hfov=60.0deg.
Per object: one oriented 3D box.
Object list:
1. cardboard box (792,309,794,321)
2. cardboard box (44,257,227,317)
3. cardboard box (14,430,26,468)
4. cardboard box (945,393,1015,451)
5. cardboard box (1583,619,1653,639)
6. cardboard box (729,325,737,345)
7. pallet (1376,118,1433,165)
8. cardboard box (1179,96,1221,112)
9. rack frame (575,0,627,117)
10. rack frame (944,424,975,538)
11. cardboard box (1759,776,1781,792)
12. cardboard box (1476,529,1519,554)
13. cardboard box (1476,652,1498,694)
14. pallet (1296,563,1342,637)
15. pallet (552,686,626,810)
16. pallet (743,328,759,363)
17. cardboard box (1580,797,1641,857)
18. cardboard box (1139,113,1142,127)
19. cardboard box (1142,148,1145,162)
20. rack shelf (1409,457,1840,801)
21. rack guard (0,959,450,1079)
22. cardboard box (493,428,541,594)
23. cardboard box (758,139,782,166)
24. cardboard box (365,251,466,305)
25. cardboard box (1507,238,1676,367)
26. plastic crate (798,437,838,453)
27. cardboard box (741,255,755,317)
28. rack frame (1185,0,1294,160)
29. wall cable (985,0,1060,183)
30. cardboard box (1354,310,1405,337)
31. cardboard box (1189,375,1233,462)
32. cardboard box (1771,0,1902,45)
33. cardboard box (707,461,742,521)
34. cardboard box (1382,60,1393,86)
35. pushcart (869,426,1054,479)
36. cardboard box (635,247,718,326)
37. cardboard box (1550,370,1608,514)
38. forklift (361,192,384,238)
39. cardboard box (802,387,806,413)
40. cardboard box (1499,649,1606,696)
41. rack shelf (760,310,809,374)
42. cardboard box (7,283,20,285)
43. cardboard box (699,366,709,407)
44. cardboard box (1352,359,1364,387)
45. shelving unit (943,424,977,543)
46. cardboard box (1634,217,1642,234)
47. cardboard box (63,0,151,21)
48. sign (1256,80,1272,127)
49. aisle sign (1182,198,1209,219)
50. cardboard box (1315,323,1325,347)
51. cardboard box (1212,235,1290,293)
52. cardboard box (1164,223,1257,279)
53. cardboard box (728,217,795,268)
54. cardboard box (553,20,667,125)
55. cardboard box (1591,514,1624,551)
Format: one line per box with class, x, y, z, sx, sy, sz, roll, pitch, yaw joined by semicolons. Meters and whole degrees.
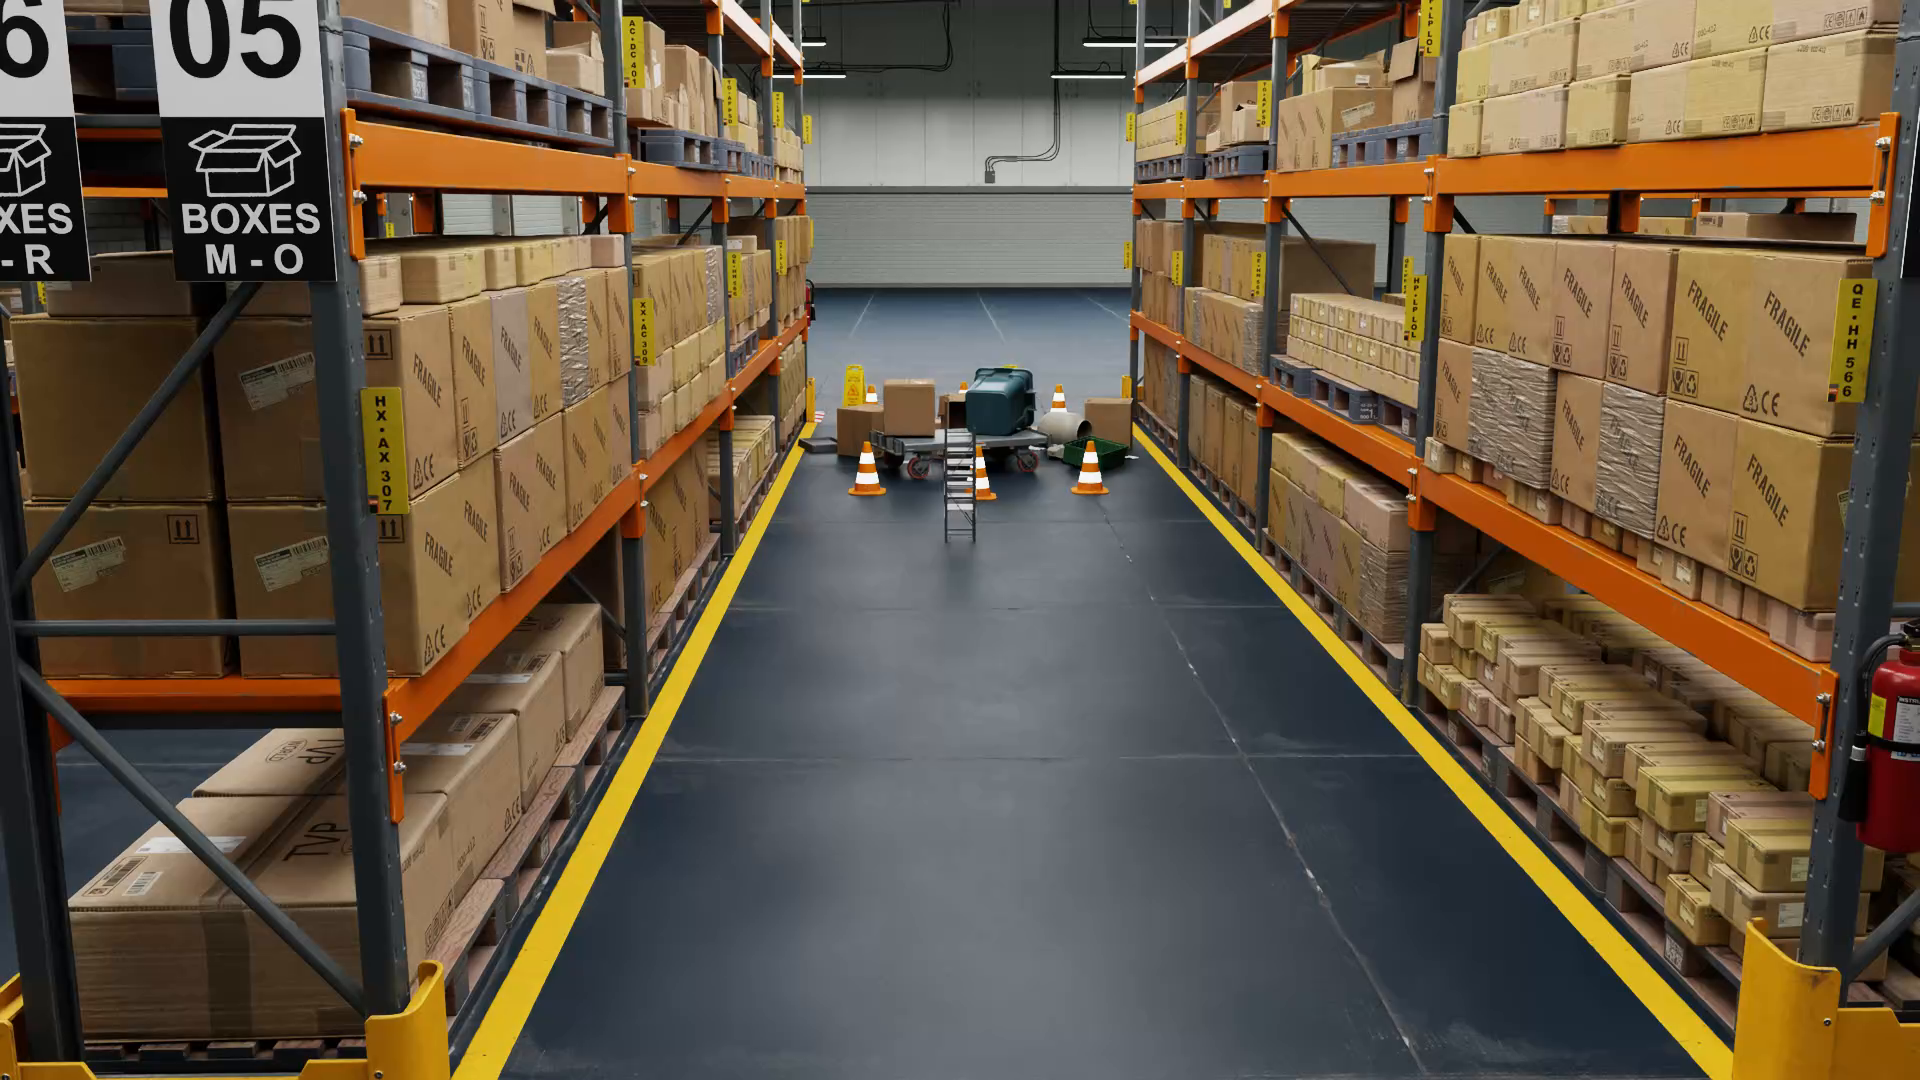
cardboard box;-2.040;-2.493;18.434;0.380;0.149;0.250;0;11;-2
cardboard box;-2.235;-0.690;4.520;0.380;0.149;0.250;0;11;0
cardboard box;-7.154;-0.498;12.886;0.875;0.625;0.625;0;11;1
cardboard box;0.237;-1.262;17.672;0.797;0.637;0.503;0;11;-1
cardboard box;3.162;0.471;7.811;0.380;0.149;0.250;0;11;-2
cardboard box;-1.945;-1.612;13.037;0.380;0.149;0.250;-1;12;-5
pallet;2.931;-2.100;8.792;1.213;0.211;1.003;0;11;-1
cardboard box;2.346;-4.253;16.251;0.380;0.149;0.250;0;11;-2
rack frame;-2.110;-3.498;7.669;1.000;3.000;0.127;0;11;-1
rack frame;-0.002;-0.460;13.061;0.240;0.900;0.006;0;11;-1
cardboard box;3.126;0.930;6.295;0.380;0.149;0.250;-1;11;-4
cardboard box;3.086;-0.095;9.326;0.500;0.250;0.500;-1;11;-4
cardboard box;2.661;0.619;7.831;0.380;0.149;0.250;0;11;-1
pallet;2.791;0.370;10.703;1.003;0.211;1.213;0;11;-1
pallet;-2.172;0.960;7.796;1.003;0.211;1.213;0;11;-1
pallet;-2.274;-1.652;14.143;1.003;0.211;1.213;0;11;-1
cardboard box;2.588;1.081;6.299;0.380;0.149;0.250;-1;11;-4
cardboard box;2.282;-4.859;19.239;0.380;0.149;0.250;0;11;-1
cardboard box;2.286;-4.416;19.060;0.380;0.149;0.250;0;11;-1
rack shelf;2.878;0.152;6.577;1.077;0.370;4.000;0;11;-1
rack guard;-2.027;1.467;4.571;1.175;0.500;0.348;0;11;-1
cardboard box;-1.781;-0.110;5.806;0.500;0.500;0.500;0;11;-1
cardboard box;-2.010;-3.779;16.228;0.500;0.250;0.500;0;11;-2
cardboard box;-1.725;-0.795;5.038;0.380;0.149;0.250;0;11;1
cardboard box;2.608;-0.989;6.877;0.500;0.500;0.500;0;11;0
plastic crate;-1.488;-1.033;17.949;0.402;0.080;0.583;-4;12;-21
cardboard box;-2.008;-2.153;14.070;0.500;0.500;0.500;-1;11;-3
rack frame;2.672;-5.129;15.707;1.000;3.000;0.127;0;11;-1
wall cable;1.926;-13.977;50.769;2.305;6.003;0.169;0;11;-1
cardboard box;2.608;-1.311;10.055;0.380;0.149;0.250;-1;11;-4
cardboard box;2.775;-1.169;15.879;1.050;0.750;0.750;0;11;-1
cardboard box;2.656;-1.535;4.659;0.500;0.250;0.500;-1;11;-3
cardboard box;-2.194;-0.384;12.958;0.950;0.372;0.625;-1;12;-5
cardboard box;3.048;-3.107;11.106;0.396;0.266;0.258;0;11;-1
pushcart;0.003;-0.882;16.460;1.648;0.377;0.936;-4;12;-21
cardboard box;-1.901;-1.689;11.072;0.500;0.500;0.500;0;11;0
cardboard box;2.628;-0.389;6.431;0.500;0.500;0.500;0;11;2
forklift;-5.243;-1.472;13.101;3.031;2.867;1.129;11;16;42
cardboard box;-2.072;-1.637;19.445;0.500;0.250;0.500;0;11;-1
cardboard box;2.590;0.578;7.281;0.380;0.149;0.250;0;11;0
rack shelf;-2.316;-2.193;18.135;1.077;0.370;4.000;0;11;-1
cardboard box;-7.517;-2.016;13.569;0.380;0.149;0.250;0;11;-2
cardboard box;-1.902;-0.979;10.715;0.500;0.250;0.500;0;11;-2
cardboard box;2.601;-1.018;10.109;0.380;0.149;0.250;0;11;1
shelving unit;0.000;-0.439;12.962;0.258;0.900;0.210;0;11;-1
cardboard box;7.327;-3.161;17.581;0.500;0.500;0.500;0;11;-1
cardboard box;-2.126;-1.503;4.450;0.500;0.250;0.500;-1;12;-6
sign;2.199;-3.155;12.023;0.100;0.325;0.005;0;11;-1
aisle sign;2.888;-4.273;20.040;0.394;0.787;0.004;0;11;-1
cardboard box;2.586;-1.368;11.086;0.380;0.149;0.250;0;11;-1
cardboard box;2.701;-2.527;15.204;0.700;0.500;0.500;0;11;-2
cardboard box;2.571;-2.974;17.080;0.875;0.550;0.550;0;11;-1
cardboard box;-2.056;-3.023;16.902;0.700;0.500;0.500;0;11;-1
cardboard box;-1.838;-2.459;8.785;0.500;0.500;0.500;0;11;-2
cardboard box;2.670;-0.053;6.408;0.380;0.149;0.250;0;11;0
